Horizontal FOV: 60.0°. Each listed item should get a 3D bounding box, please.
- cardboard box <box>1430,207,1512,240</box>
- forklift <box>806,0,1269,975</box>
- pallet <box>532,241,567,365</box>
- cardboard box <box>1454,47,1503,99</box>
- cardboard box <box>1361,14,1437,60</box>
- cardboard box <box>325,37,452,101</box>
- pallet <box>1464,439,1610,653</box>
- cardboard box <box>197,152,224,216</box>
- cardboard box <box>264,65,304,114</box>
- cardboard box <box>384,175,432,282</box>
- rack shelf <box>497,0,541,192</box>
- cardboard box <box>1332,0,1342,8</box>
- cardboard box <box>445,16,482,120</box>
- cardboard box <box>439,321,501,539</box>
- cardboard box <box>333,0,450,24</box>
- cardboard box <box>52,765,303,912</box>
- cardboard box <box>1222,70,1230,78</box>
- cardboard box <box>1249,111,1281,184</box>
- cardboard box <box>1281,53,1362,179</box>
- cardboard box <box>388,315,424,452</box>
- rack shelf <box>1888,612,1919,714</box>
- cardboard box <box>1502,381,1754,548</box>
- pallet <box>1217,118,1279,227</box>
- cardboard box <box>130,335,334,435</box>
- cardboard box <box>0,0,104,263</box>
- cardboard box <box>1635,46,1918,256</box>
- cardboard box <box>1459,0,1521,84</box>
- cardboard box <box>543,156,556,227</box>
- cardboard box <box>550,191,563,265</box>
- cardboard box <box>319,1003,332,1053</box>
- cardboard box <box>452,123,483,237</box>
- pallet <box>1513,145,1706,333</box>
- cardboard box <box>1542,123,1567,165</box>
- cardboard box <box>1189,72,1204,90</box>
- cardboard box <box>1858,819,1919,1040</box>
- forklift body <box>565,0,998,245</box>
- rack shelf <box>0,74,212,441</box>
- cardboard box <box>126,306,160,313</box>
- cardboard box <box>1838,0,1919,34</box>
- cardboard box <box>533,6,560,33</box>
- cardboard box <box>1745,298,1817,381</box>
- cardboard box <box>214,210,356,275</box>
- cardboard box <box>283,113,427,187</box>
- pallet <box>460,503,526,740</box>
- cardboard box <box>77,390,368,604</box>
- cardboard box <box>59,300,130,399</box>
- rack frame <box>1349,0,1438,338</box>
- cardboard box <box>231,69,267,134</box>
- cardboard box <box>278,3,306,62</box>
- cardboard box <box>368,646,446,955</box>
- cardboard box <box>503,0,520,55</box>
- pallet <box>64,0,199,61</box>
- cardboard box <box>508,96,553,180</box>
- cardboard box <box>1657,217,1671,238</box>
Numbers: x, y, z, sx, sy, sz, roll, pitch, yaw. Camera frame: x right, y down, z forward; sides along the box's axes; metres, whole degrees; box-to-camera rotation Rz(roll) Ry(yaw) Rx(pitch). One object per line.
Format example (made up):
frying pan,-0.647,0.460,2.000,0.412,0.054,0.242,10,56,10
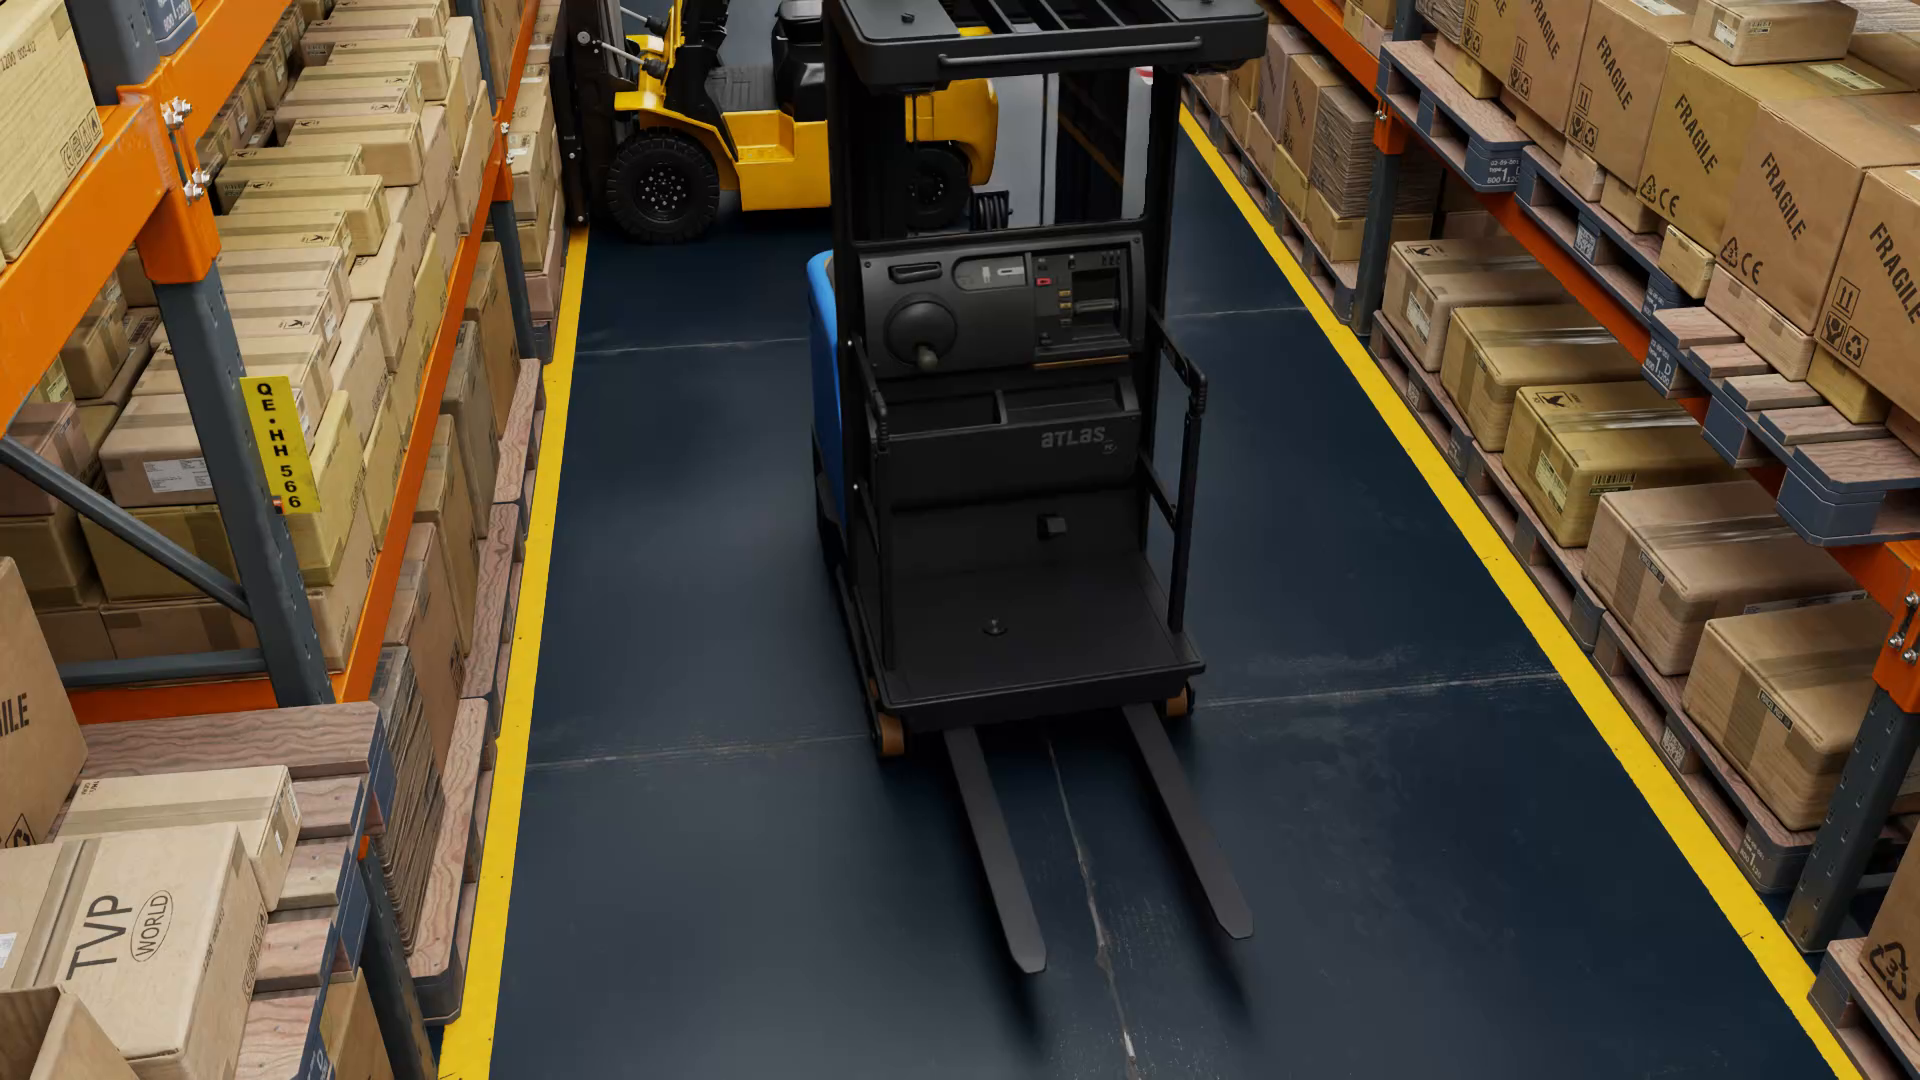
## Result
cardboard box,2.639,-1.696,8.644,0.500,0.250,0.500,-6,35,-9
forklift,0.192,-0.701,5.176,1.130,2.935,3.031,-7,35,-10
pallet,-2.533,-1.226,8.361,1.003,0.211,1.213,-4,35,-6
cardboard box,2.237,-1.906,6.734,0.380,0.149,0.250,-4,34,-5
cardboard box,2.105,-2.362,7.775,0.380,0.149,0.250,-5,35,-7
cardboard box,-2.001,-1.647,5.838,0.380,0.149,0.250,-5,35,-8
pallet,2.724,-0.040,6.621,1.003,0.211,1.213,-4,35,-6
cardboard box,-2.399,-1.030,4.933,0.380,0.149,0.250,-3,34,-5
cardboard box,-2.596,-1.492,5.965,0.500,0.250,0.500,-5,35,-7
cardboard box,-1.960,-0.966,5.193,0.500,0.250,0.500,-4,34,-6
rack shelf,-2.737,-2.750,8.760,1.077,0.370,4.000,-4,35,-6
cardboard box,2.087,-2.792,8.406,0.380,0.149,0.250,-5,35,-7
cardboard box,-2.148,-1.821,6.448,0.500,0.250,0.500,-5,35,-7
cardboard box,-2.290,-0.399,6.408,0.875,0.625,0.625,-5,35,-7
cardboard box,-2.202,-2.067,6.454,0.380,0.149,0.250,-3,34,-5
cardboard box,-1.461,0.569,3.102,0.380,0.149,0.250,-4,34,-5
cardboard box,1.825,-3.113,10.057,0.500,0.500,0.500,-6,35,-8
cardboard box,1.959,-2.236,9.437,0.500,0.250,0.500,-4,34,-6
cardboard box,2.035,-2.250,8.791,0.500,0.500,0.500,-4,34,-6
cardboard box,-1.886,-0.471,4.911,0.500,0.250,0.500,-5,35,-8
rack shelf,3.257,1.336,2.764,1.077,0.370,4.000,-4,35,-6
cardboard box,2.719,-0.315,6.510,0.950,0.372,0.625,-3,34,-5
pallet,2.158,-2.211,9.807,1.003,0.211,1.213,-4,35,-6
cardboard box,-1.718,-0.357,3.946,0.380,0.149,0.250,-4,34,-5
cardboard box,-1.620,-0.608,2.449,0.500,0.250,0.500,-5,35,-8
cardboard box,2.502,-1.217,5.146,0.500,0.500,0.500,-7,35,-10
cardboard box,2.297,-2.084,6.419,0.500,0.500,0.500,-4,35,-6
cardboard box,-2.296,-1.749,8.278,0.500,0.250,0.500,-5,35,-7
cardboard box,-2.288,-1.546,8.423,0.500,0.250,0.500,-5,35,-7
cardboard box,-1.612,1.149,3.671,0.380,0.149,0.250,-6,35,-9
cardboard box,-2.067,-1.328,6.168,0.500,0.250,0.500,-5,35,-7
pallet,2.682,-1.099,5.870,1.003,0.211,1.213,-4,35,-6
cardboard box,2.375,-1.469,6.093,0.380,0.149,0.250,-4,34,-6
cardboard box,1.747,-3.107,10.715,0.500,0.250,0.500,-5,35,-7
cardboard box,2.999,1.019,4.105,0.875,0.875,0.875,-5,35,-7
forklift body,-0.943,-2.892,9.084,2.313,2.155,1.214,-4,35,-6
rack shelf,-1.661,0.475,1.365,1.077,0.370,4.000,-4,35,-6
cardboard box,-2.400,-0.638,4.712,0.500,0.250,0.500,-5,35,-7
cardboard box,2.943,-1.549,5.634,0.500,0.500,0.500,-6,35,-8
cardboard box,-2.482,-2.815,9.398,0.500,0.250,0.500,-4,34,-6
cardboard box,2.525,-0.593,4.807,0.380,0.149,0.250,-5,35,-7
cardboard box,-1.889,-0.782,4.569,0.380,0.149,0.250,-4,34,-6
cardboard box,-1.888,-1.214,5.203,0.380,0.149,0.250,-5,35,-8
pallet,-2.162,0.312,6.105,1.003,0.211,1.213,-4,35,-6
cardboard box,-1.722,-0.112,3.939,0.500,0.250,0.500,-4,35,-6
cardboard box,-2.294,-0.461,4.098,0.380,0.149,0.250,-4,35,-6
rack frame,2.451,-2.309,7.475,1.000,3.000,0.127,-4,35,-6
cardboard box,-2.553,-1.453,5.554,0.380,0.149,0.250,-4,35,-6
cardboard box,-2.649,-1.874,6.172,0.380,0.149,0.250,-5,35,-8
cardboard box,-2.000,0.760,4.707,0.875,0.625,0.625,-3,34,-5
cardboard box,-2.355,-2.529,7.709,0.500,0.500,0.500,-4,34,-6
pallet,-2.109,-1.232,3.399,1.213,0.211,1.003,-3,34,-4
cardboard box,-2.280,-1.961,8.145,0.500,0.250,0.500,-4,35,-6
cardboard box,2.539,-1.036,5.457,0.380,0.149,0.250,-4,34,-6
